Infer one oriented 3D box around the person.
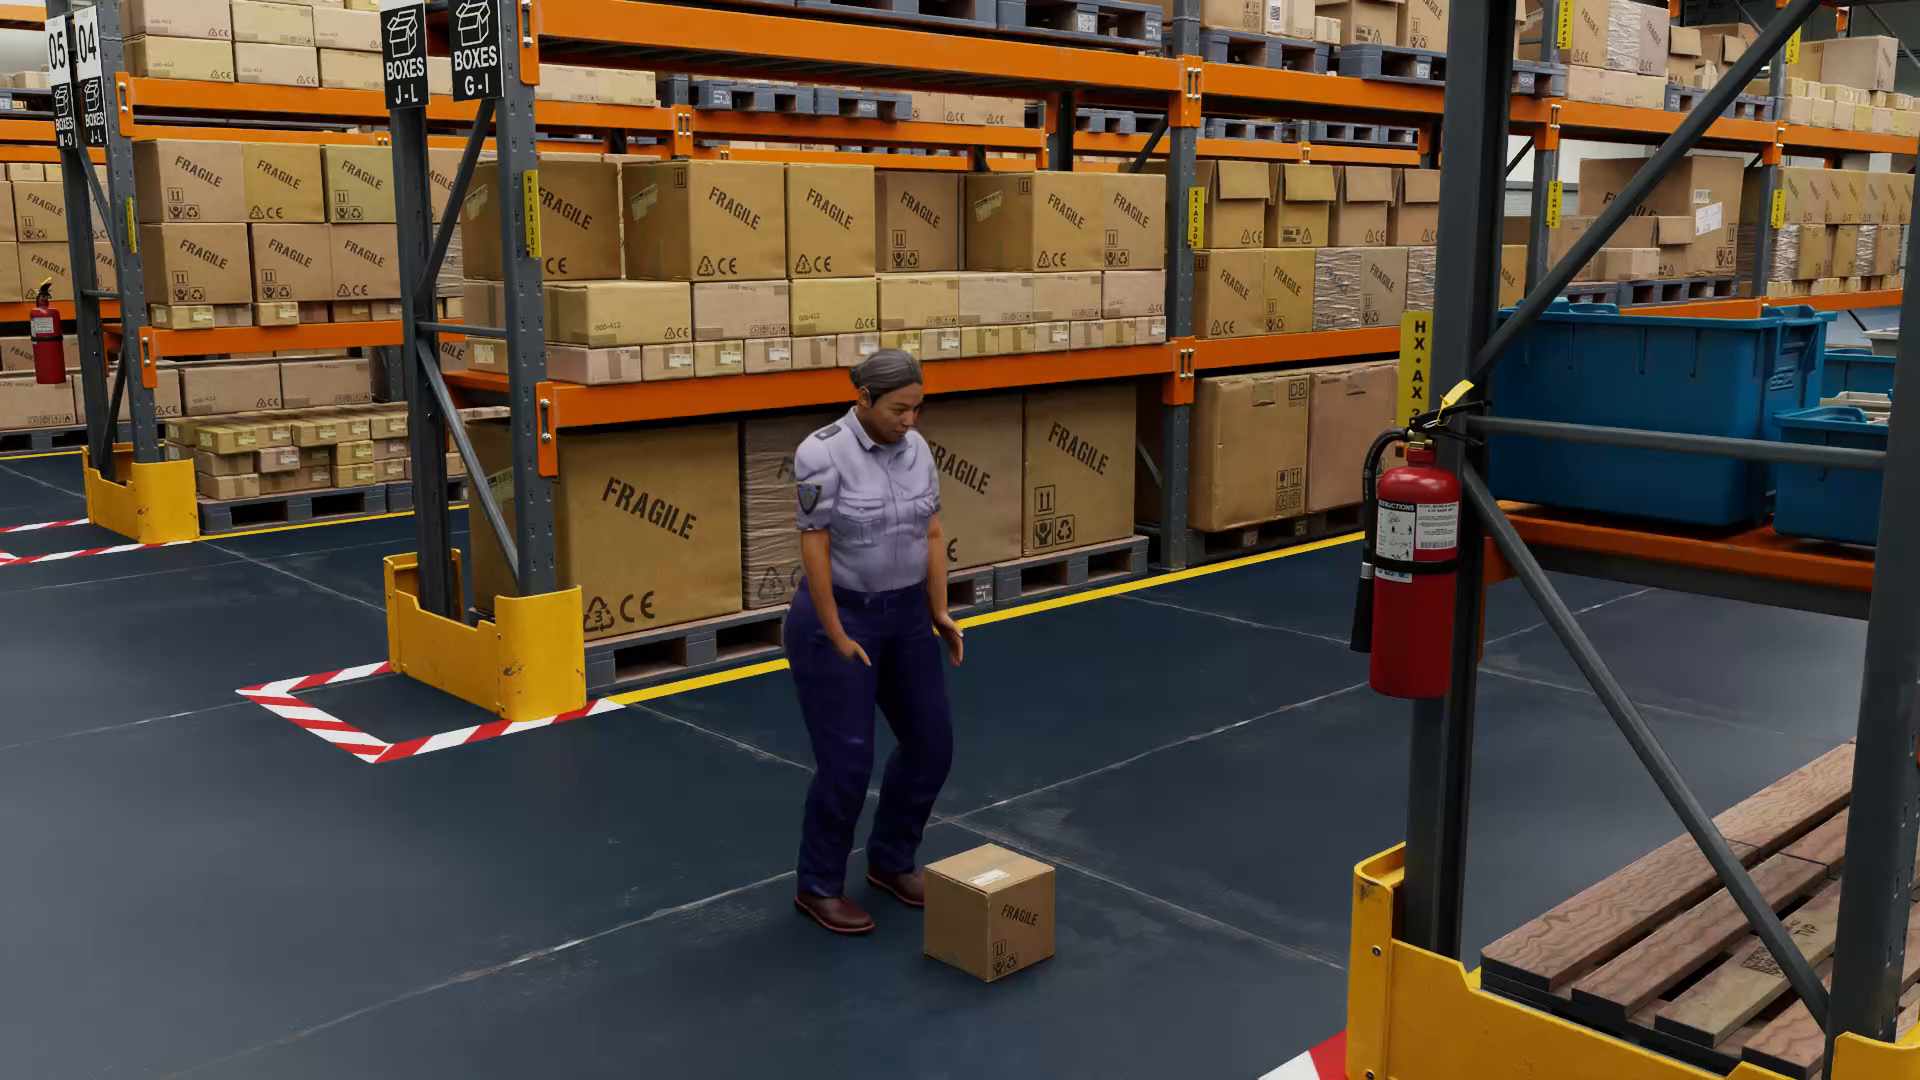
[{"bbox_3d":[-0.244,0.266,4.686,0.493,1.611,0.384,-10,14,-41],"label":"person"}]
